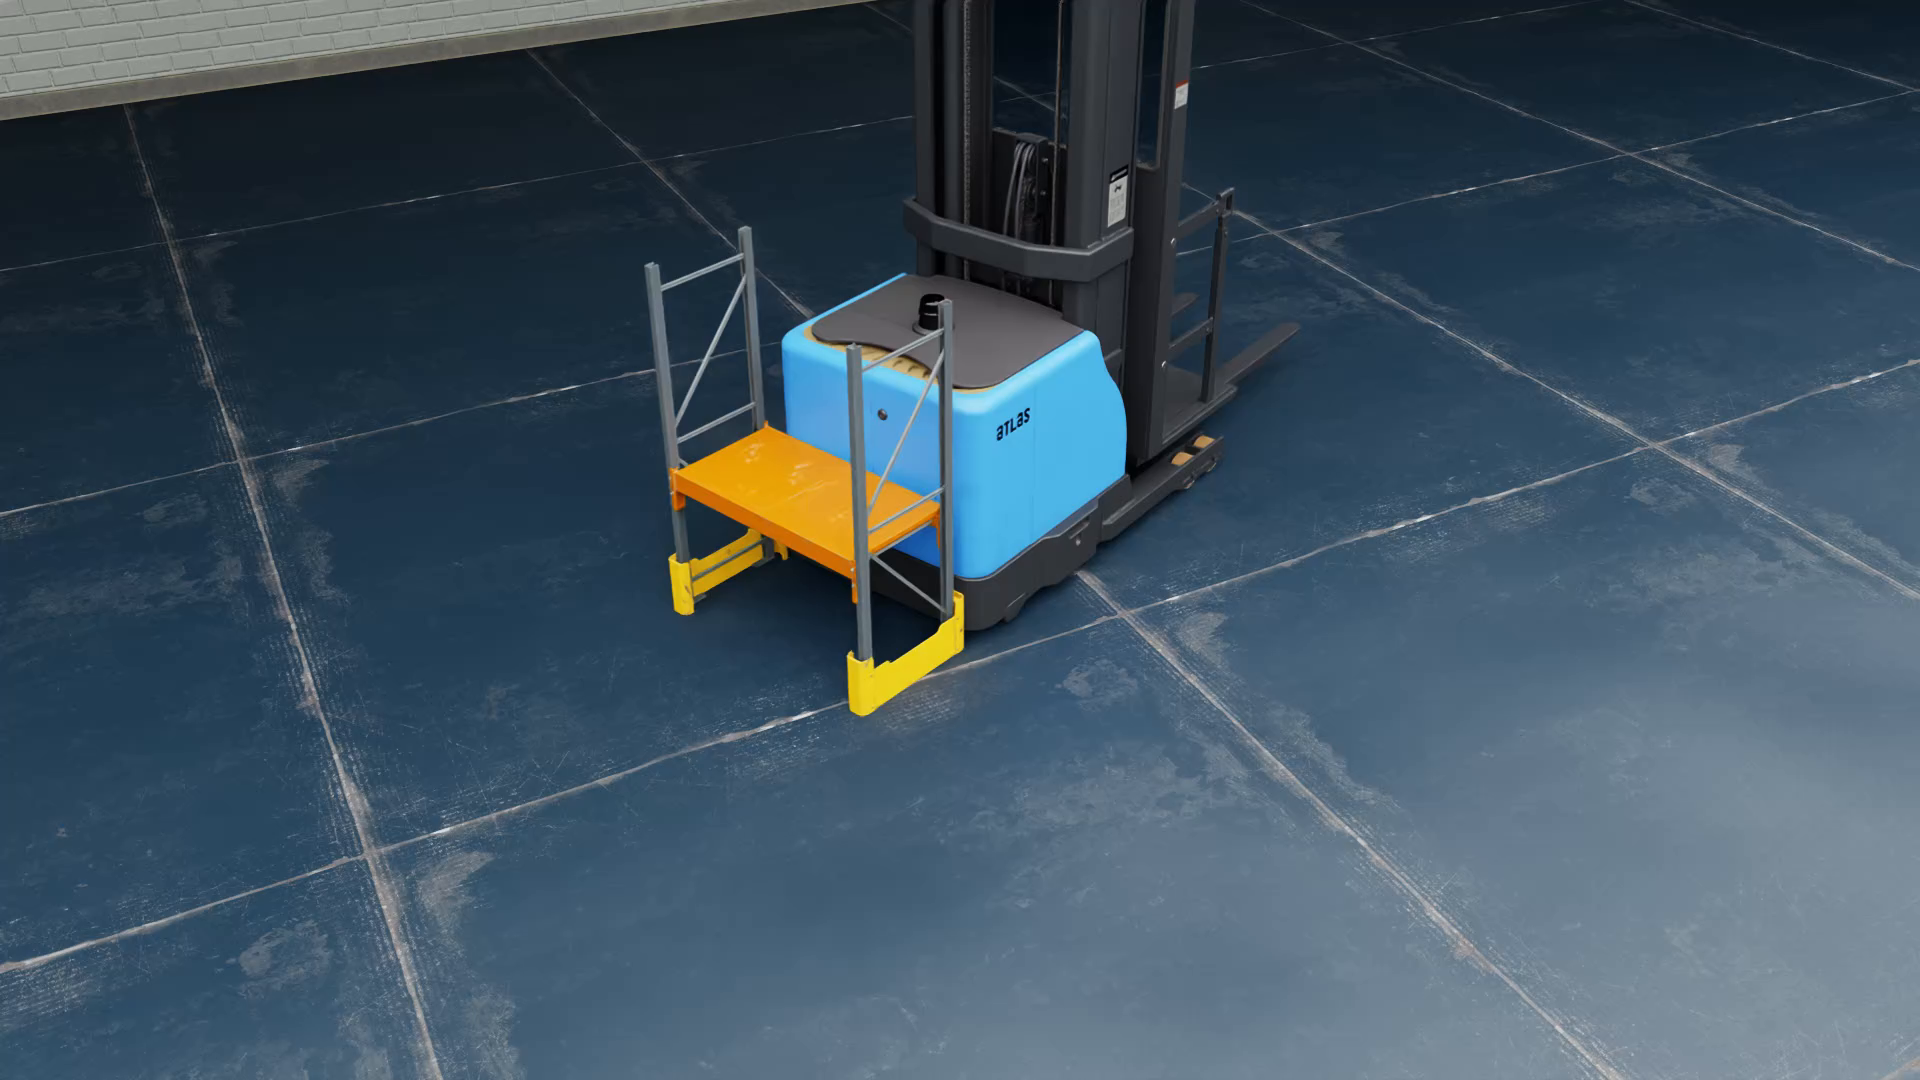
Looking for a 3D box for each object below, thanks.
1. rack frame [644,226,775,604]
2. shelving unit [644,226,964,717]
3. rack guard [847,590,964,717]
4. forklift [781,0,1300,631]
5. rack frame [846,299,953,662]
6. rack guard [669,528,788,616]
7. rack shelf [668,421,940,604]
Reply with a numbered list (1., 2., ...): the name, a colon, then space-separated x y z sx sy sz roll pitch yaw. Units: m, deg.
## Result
1. rack frame: -0.968 -0.459 6.576 0.032 1.500 0.500 25 40 33
2. shelving unit: -0.577 -0.276 6.291 1.083 1.500 0.587 25 40 33
3. rack guard: -0.201 0.426 6.353 0.087 0.250 0.587 25 40 33
4. forklift: 0.572 -1.613 7.051 1.130 2.935 3.031 22 39 31
5. rack frame: -0.200 -0.100 6.015 0.032 1.500 0.500 25 40 33
6. rack guard: -0.954 0.074 6.903 0.087 0.250 0.587 25 40 33
7. rack shelf: -0.584 -0.128 6.393 1.000 0.185 0.538 25 40 33
